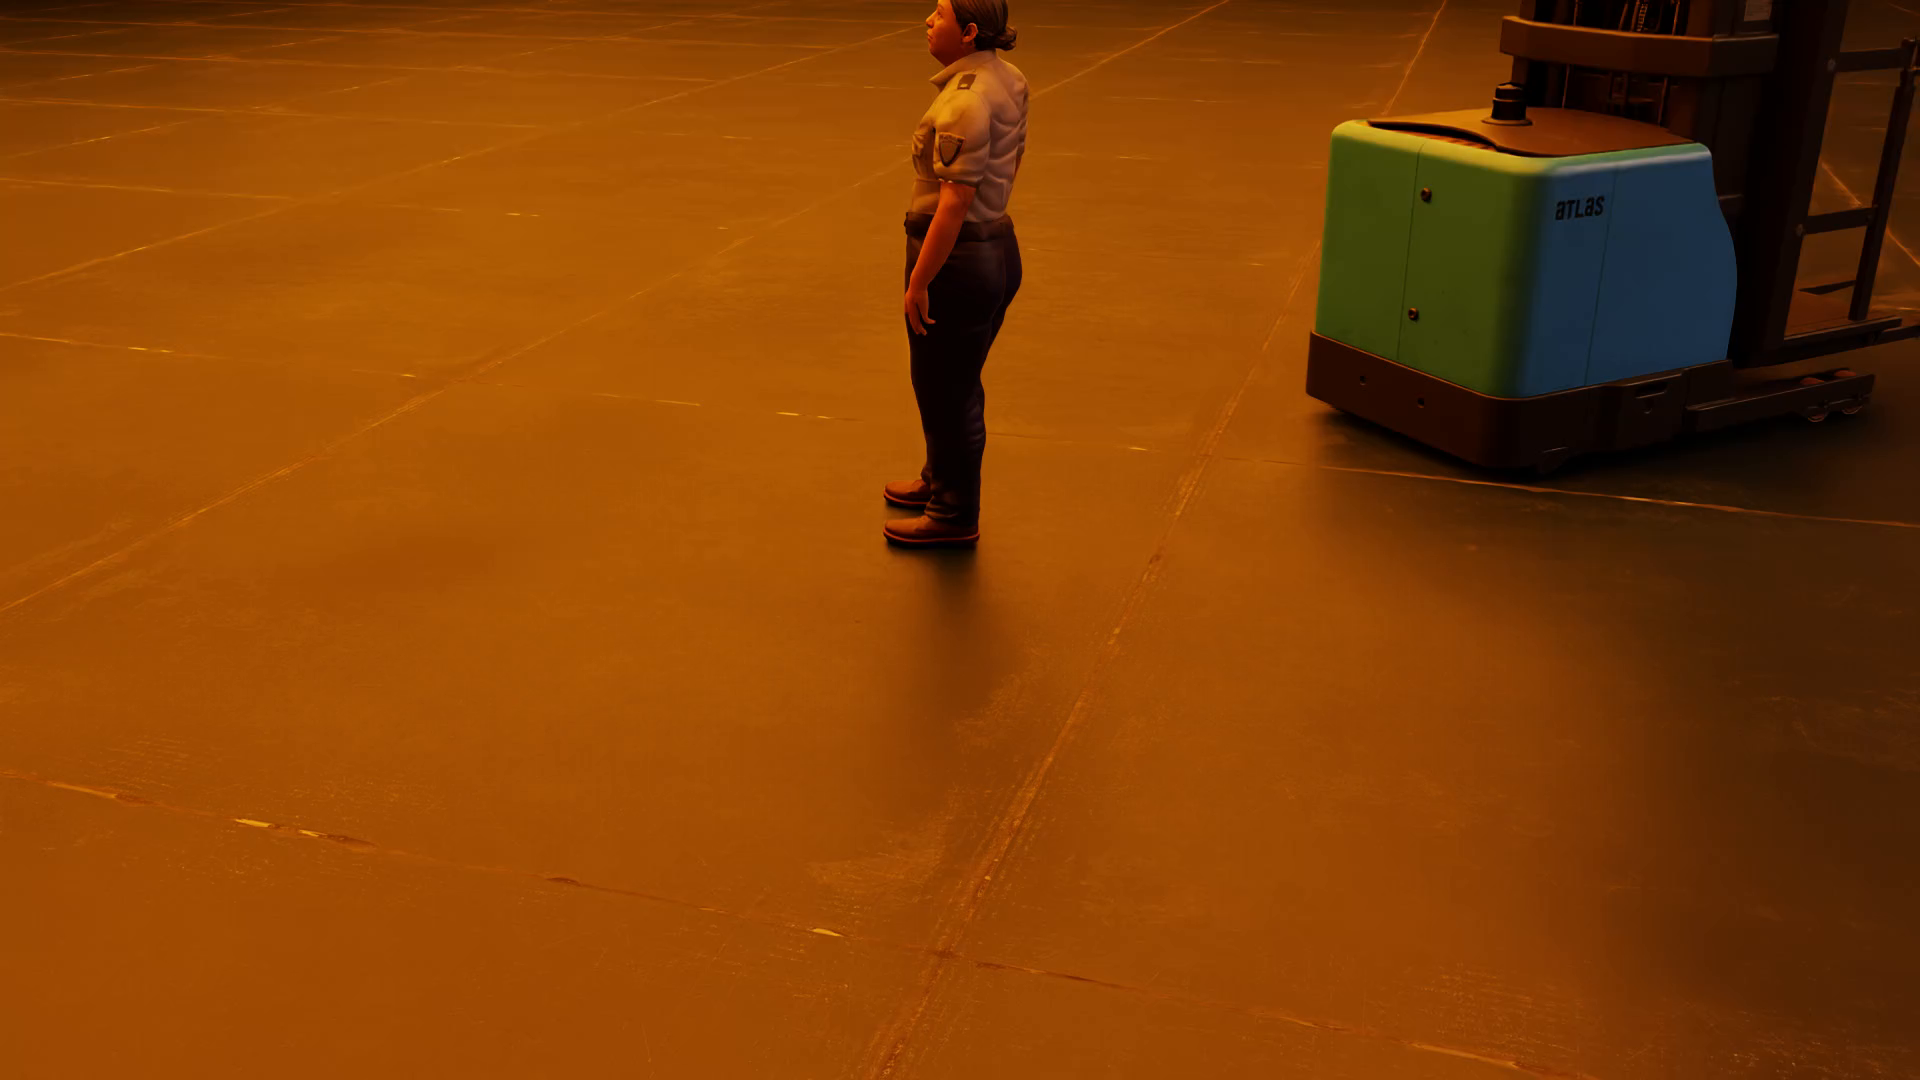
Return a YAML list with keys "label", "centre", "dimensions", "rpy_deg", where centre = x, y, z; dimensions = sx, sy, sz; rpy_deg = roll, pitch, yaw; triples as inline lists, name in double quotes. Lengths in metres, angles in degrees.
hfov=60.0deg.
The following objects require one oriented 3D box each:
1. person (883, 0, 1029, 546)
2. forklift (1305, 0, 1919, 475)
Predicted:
- label: "person"
  centre: [-0.078, -0.787, 4.848]
  dimensions: [0.503, 1.650, 0.599]
  rpy_deg: [7, 23, 16]
- label: "forklift"
  centre: [2.852, -1.956, 6.017]
  dimensions: [3.031, 2.935, 1.130]
  rpy_deg: [-11, 25, -26]
